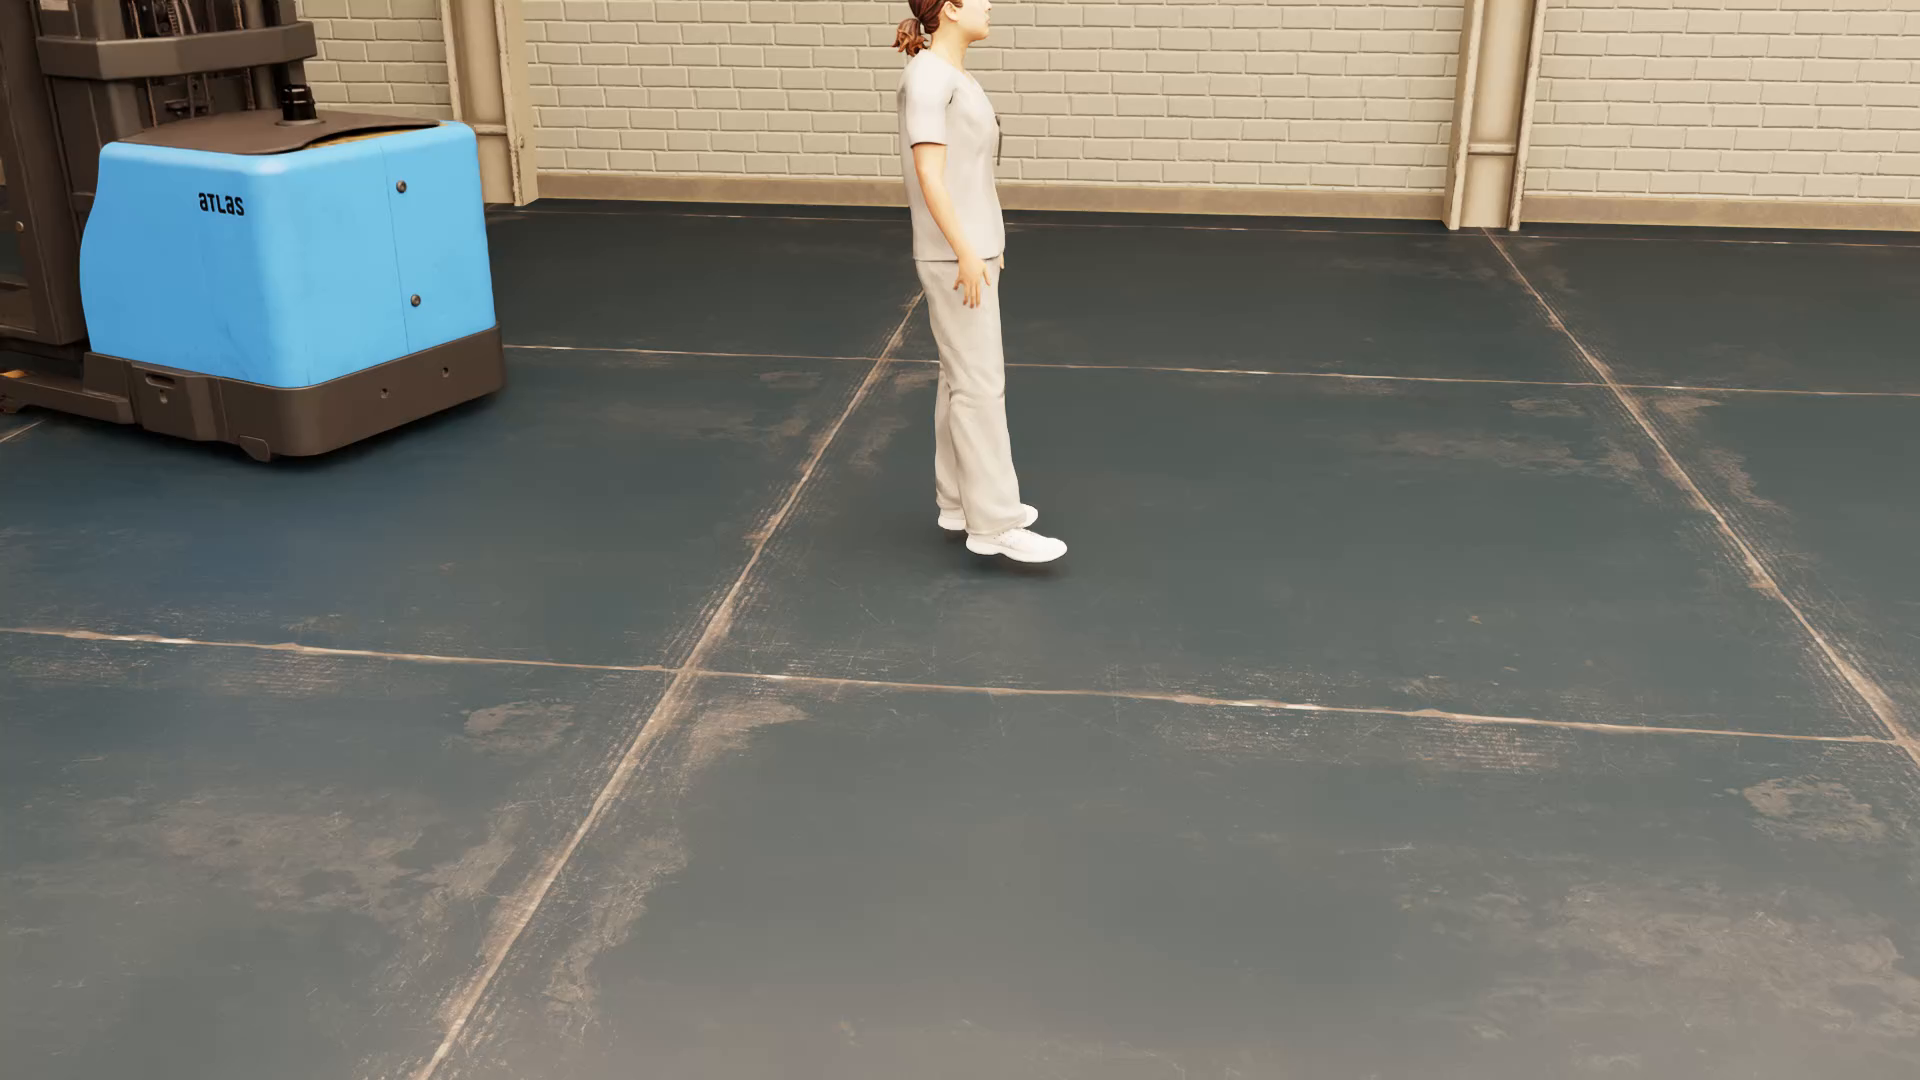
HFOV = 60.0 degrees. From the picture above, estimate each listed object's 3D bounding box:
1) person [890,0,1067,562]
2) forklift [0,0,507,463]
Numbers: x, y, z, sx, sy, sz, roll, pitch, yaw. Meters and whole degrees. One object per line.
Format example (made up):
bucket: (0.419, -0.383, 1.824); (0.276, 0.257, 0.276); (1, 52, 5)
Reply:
person: (0.071, -0.813, 4.825); (0.549, 1.675, 0.549); (3, 22, 7)
forklift: (-3.315, -2.003, 6.227); (3.031, 2.935, 1.130); (11, 25, 26)
